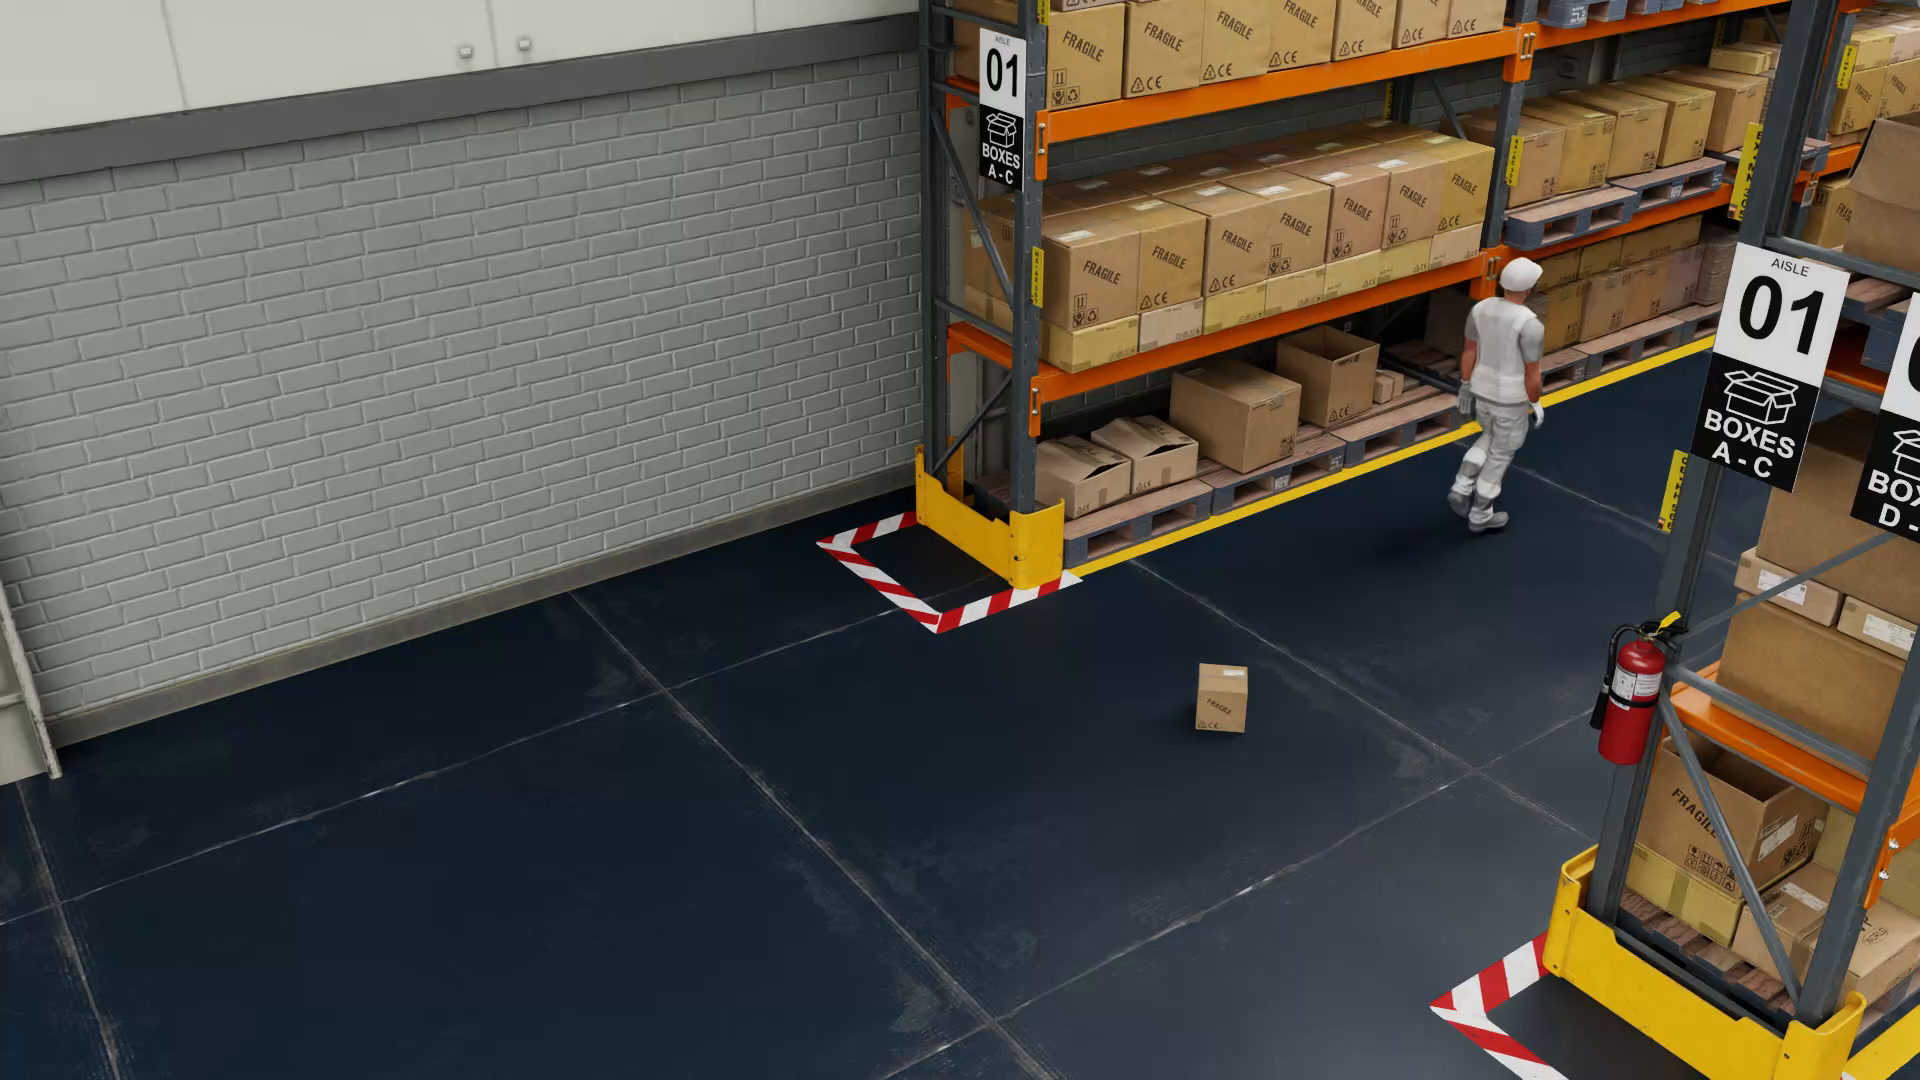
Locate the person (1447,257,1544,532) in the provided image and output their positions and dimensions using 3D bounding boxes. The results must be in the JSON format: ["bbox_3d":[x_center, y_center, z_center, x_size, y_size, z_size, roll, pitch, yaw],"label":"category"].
[{"bbox_3d":[3.340,-0.886,10.193,0.452,1.794,0.535,-16,32,-27],"label":"person"}]
